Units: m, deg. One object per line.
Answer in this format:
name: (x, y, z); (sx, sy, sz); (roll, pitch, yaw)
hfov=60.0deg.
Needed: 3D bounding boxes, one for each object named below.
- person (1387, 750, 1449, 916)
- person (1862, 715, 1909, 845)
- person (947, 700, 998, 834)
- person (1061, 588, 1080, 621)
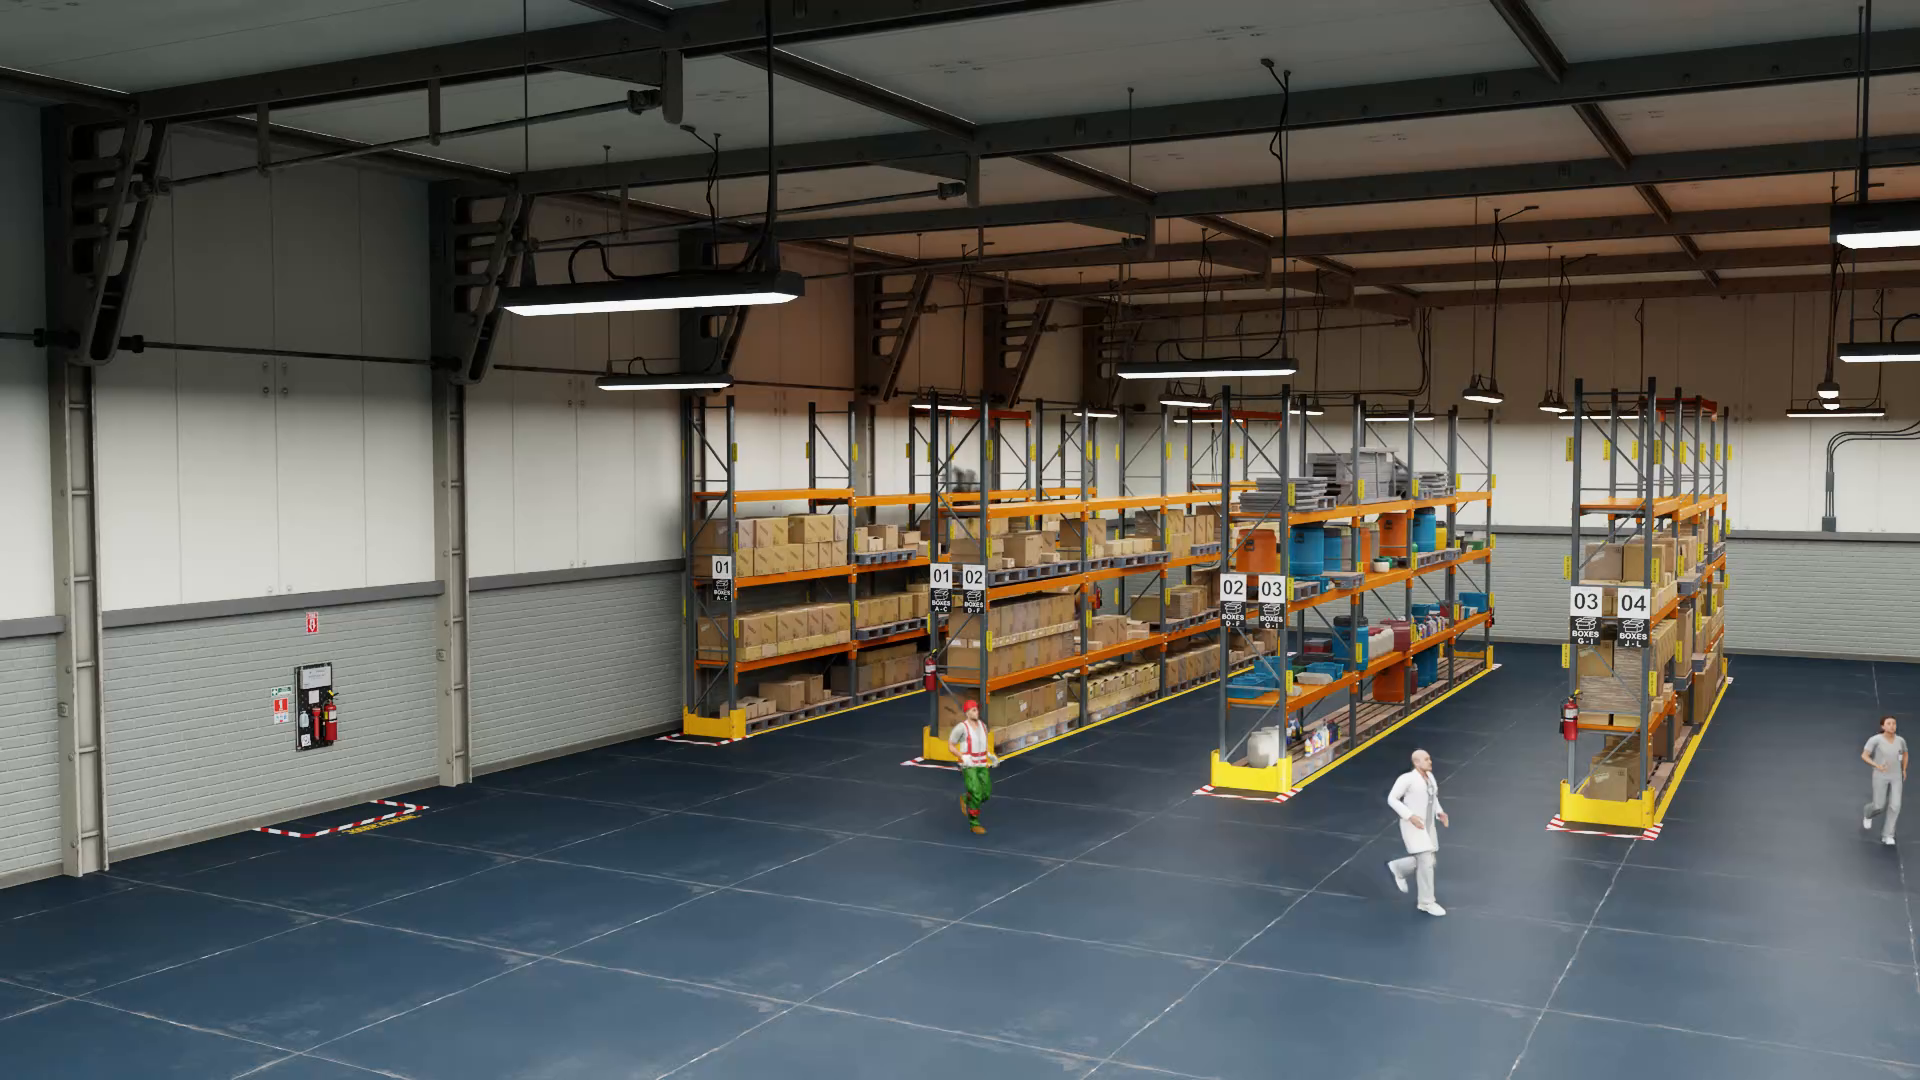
person: (4.981, 3.171, 18.244); (0.715, 1.764, 0.855); (-2, 4, -36)
person: (11.903, 3.155, 21.397); (0.601, 1.432, 0.704); (0, 3, 6)
person: (0.131, 2.980, 21.984); (0.656, 1.745, 0.615); (-2, 4, -38)
person: (2.335, 1.920, 36.724); (0.694, 1.742, 0.671); (1, 3, 16)
